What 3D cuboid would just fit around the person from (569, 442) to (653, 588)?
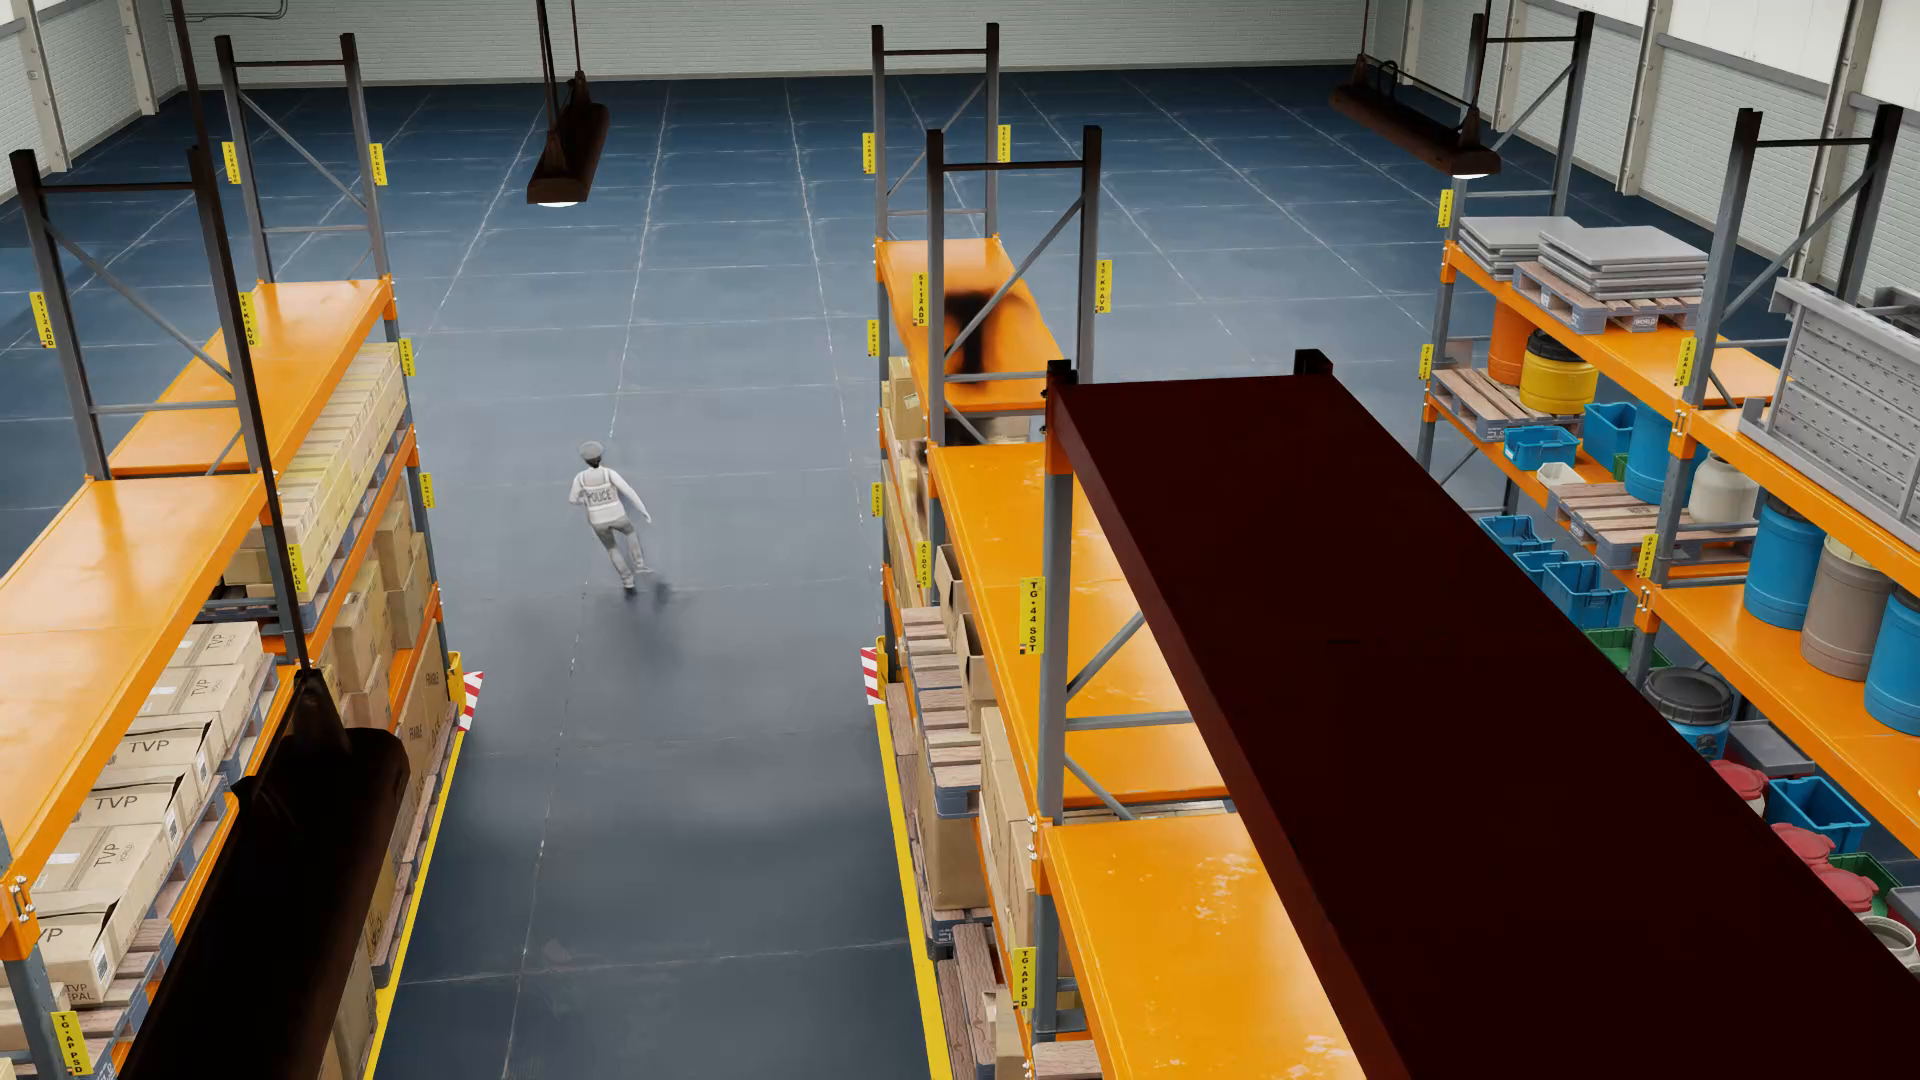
[{"bbox_3d":[-3.644,-0.266,17.278,0.787,1.612,0.581,-8,27,-16],"label":"person"}]
